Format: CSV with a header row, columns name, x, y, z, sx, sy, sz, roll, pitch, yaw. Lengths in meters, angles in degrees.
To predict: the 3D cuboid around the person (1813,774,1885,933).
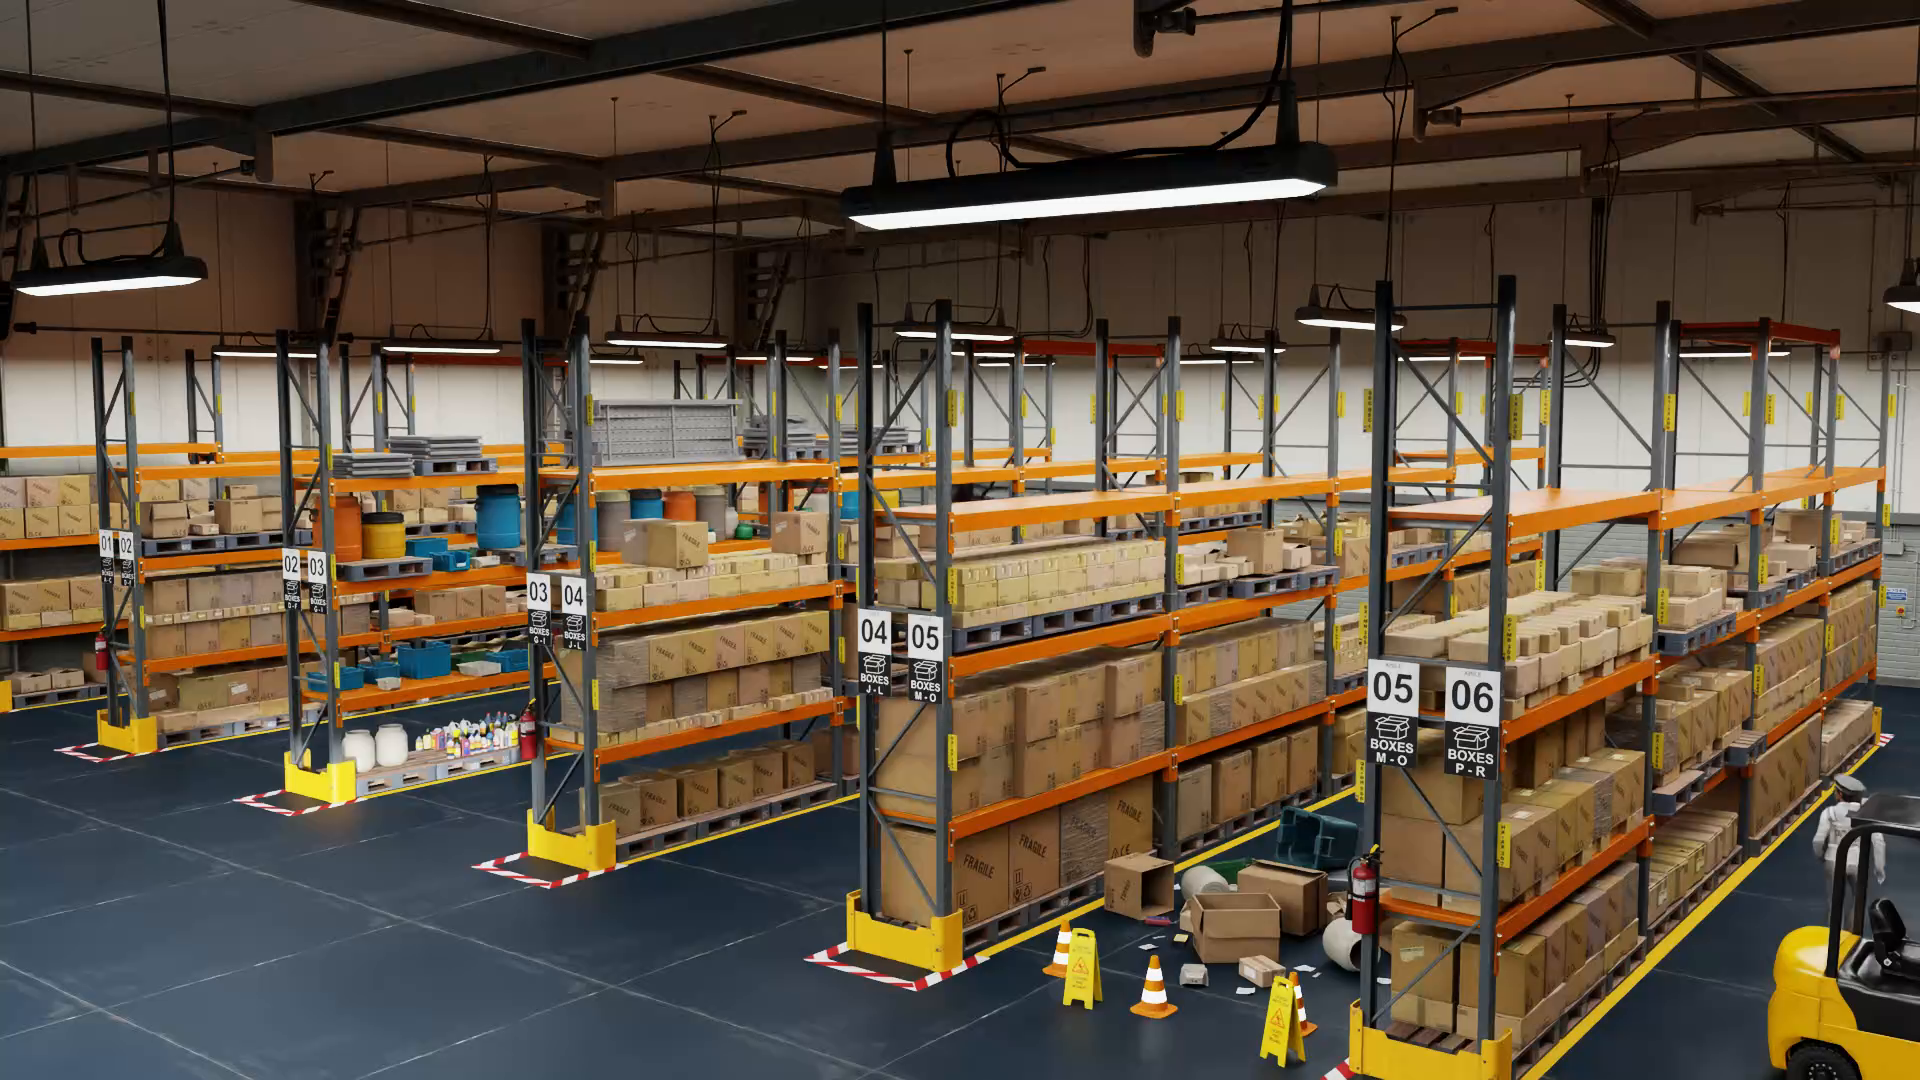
name,x,y,z,sx,sy,sz,roll,pitch,yaw
person,8.168,3.038,15.309,0.606,1.711,0.619,4,6,36
